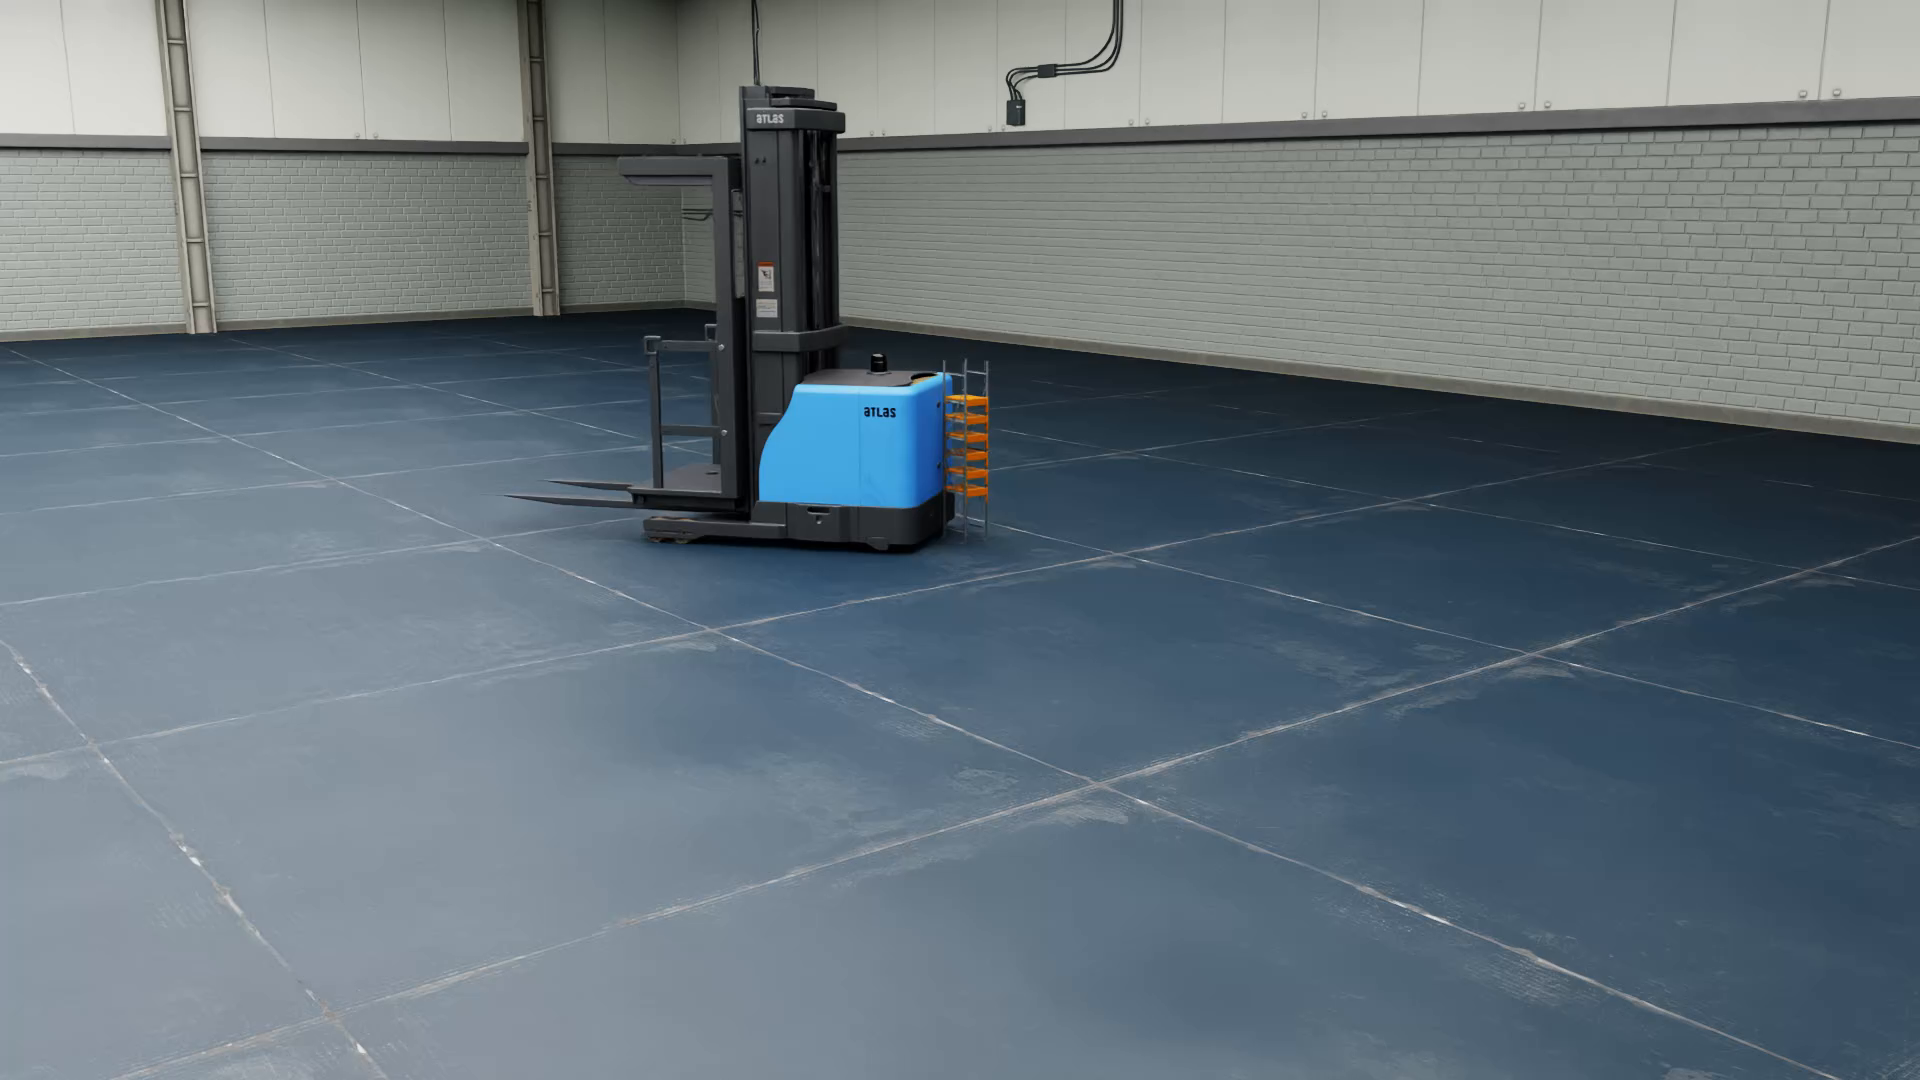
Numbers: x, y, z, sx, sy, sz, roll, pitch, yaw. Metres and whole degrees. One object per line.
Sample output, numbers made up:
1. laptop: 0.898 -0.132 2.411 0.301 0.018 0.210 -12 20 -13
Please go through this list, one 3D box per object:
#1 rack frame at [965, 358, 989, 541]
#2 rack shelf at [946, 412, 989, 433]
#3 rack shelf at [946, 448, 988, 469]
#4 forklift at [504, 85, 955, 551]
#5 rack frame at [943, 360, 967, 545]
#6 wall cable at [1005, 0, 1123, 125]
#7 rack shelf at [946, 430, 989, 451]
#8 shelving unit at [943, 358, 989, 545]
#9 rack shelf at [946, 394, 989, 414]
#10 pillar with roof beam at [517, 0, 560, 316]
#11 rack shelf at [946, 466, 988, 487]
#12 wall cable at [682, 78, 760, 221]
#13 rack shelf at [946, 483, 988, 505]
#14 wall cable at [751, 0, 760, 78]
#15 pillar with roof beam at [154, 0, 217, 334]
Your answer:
1. rack frame: 0.109 -0.599 11.061 0.006 1.200 0.240 -9 15 -38
2. rack shelf: 0.038 -0.779 10.965 0.180 0.103 0.258 -9 15 -38
3. rack shelf: 0.038 -0.544 11.015 0.180 0.103 0.258 -9 15 -38
4. forklift: -1.613 -1.512 11.192 3.031 2.935 1.130 3 12 15
5. rack frame: -0.034 -0.576 10.950 0.006 1.200 0.240 -9 15 -38
6. wall cable: 1.426 -8.837 22.895 0.169 6.003 2.305 -9 15 -38
7. rack shelf: 0.038 -0.661 10.990 0.180 0.103 0.258 -9 15 -38
8. shelving unit: 0.038 -0.588 11.006 0.189 1.200 0.258 -9 15 -38
9. rack shelf: 0.038 -0.896 10.940 0.180 0.103 0.258 -9 15 -38
10. pillar with roof beam: -4.930 -7.850 26.431 0.400 9.000 9.100 -9 15 -38
11. rack shelf: 0.037 -0.427 11.040 0.180 0.103 0.258 -9 15 -38
12. wall cable: -4.492 -7.197 30.832 0.112 2.526 3.097 -9 15 -38
13. rack shelf: 0.037 -0.309 11.065 0.180 0.103 0.258 -9 15 -38
14. wall cable: -2.802 -9.228 28.241 0.112 2.526 3.097 -9 15 -38
15. pillar with roof beam: -9.615 -7.071 22.764 0.400 9.000 9.100 -9 15 -38
